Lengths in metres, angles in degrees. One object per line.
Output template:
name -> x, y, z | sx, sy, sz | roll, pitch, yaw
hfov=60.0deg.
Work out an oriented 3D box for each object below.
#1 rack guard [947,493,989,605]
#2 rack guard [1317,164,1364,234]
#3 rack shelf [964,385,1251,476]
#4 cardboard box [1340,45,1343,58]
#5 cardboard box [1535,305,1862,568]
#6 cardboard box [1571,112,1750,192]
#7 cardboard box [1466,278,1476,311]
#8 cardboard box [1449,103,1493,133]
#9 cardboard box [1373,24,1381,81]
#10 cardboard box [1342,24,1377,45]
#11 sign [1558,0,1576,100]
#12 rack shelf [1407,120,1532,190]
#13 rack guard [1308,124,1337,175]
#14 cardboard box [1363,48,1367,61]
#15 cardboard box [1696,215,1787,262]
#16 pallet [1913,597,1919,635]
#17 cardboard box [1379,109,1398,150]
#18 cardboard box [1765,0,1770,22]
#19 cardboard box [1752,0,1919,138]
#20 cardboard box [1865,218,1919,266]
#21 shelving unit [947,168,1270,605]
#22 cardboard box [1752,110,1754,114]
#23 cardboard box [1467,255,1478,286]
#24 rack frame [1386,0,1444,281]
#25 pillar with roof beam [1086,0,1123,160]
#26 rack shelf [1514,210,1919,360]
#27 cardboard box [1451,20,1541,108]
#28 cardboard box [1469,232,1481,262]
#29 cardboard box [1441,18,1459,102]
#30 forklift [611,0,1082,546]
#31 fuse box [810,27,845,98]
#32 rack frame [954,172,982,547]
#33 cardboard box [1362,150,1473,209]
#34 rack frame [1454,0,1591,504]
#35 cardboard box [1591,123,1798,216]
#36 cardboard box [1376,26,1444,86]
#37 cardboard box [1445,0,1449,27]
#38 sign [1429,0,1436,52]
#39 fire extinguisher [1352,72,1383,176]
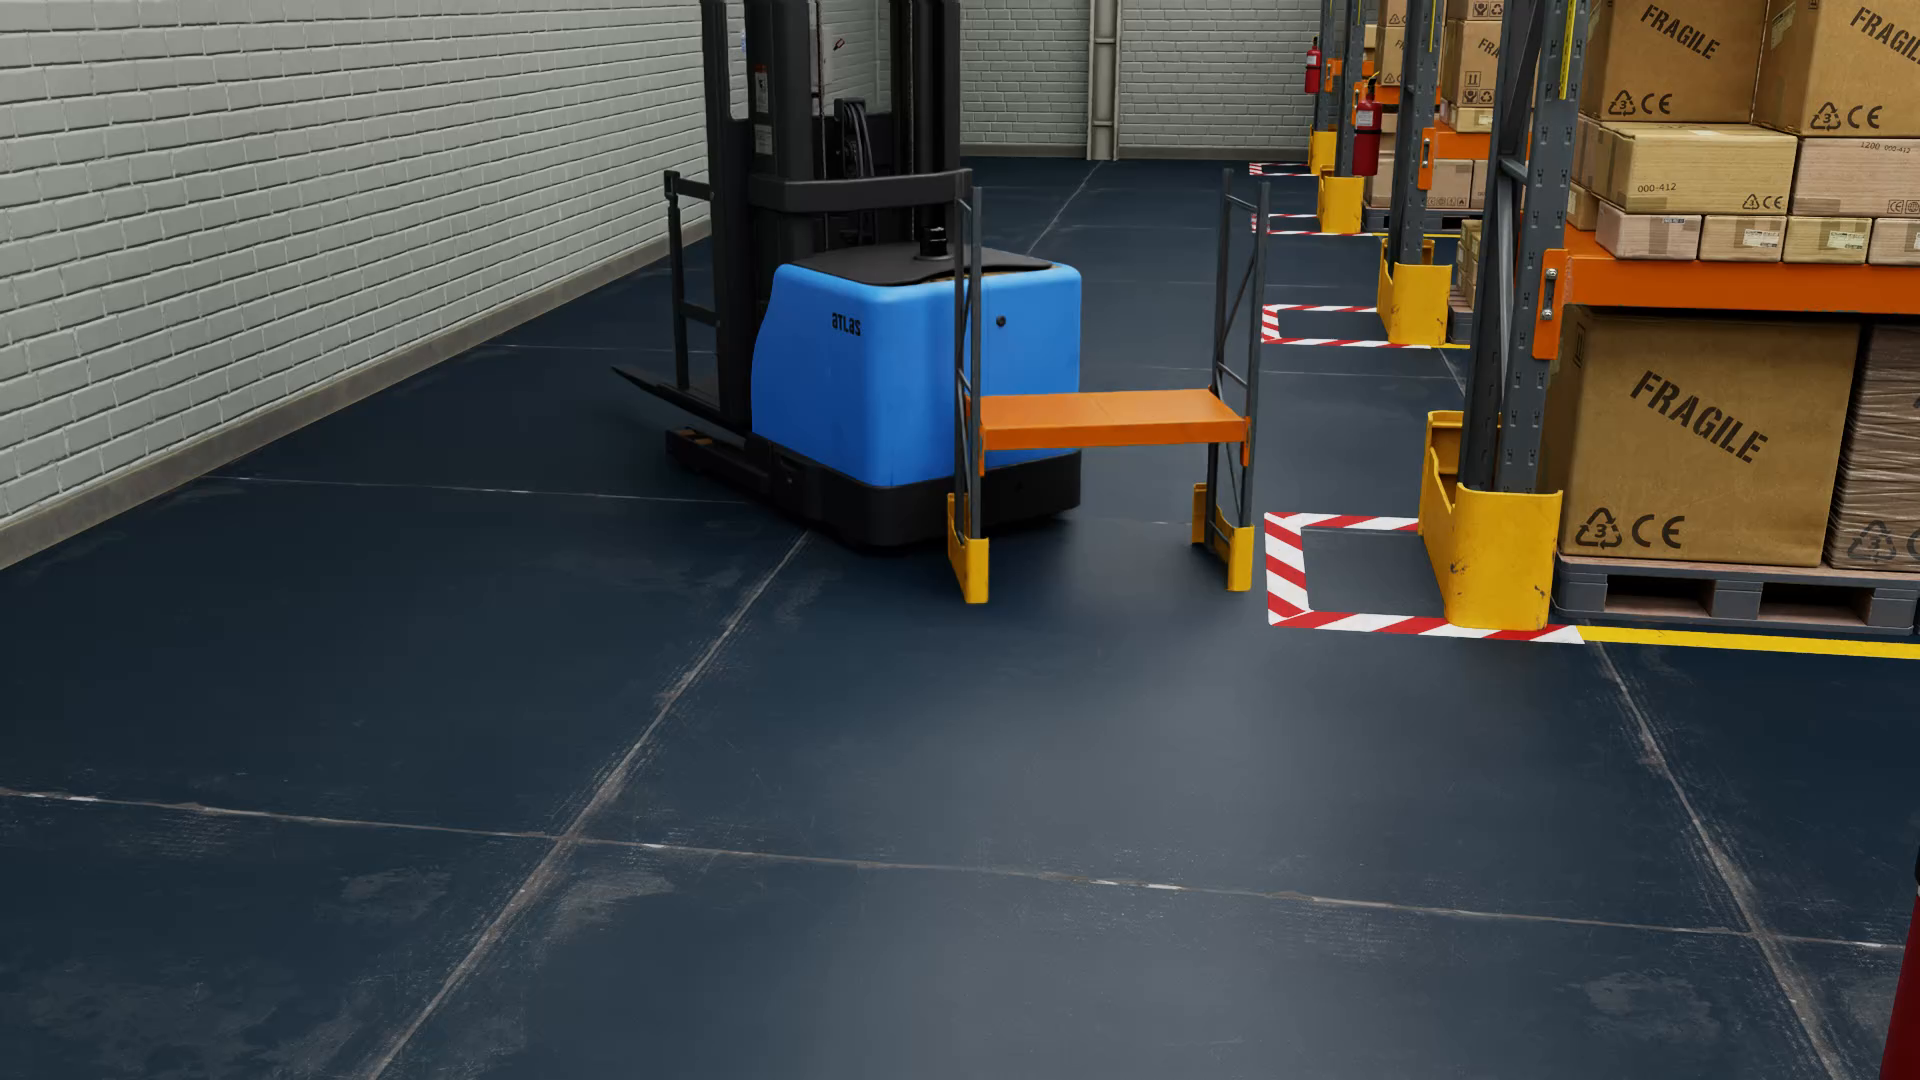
rack guard -> 0.027, 0.025, 6.335 | 0.087, 0.250, 0.587 | -2, 19, -7
rack guard -> 3.562, -3.208, 15.603 | 0.348, 0.500, 1.175 | 3, 19, 9
rack shelf -> 0.530, -0.419, 6.257 | 1.000, 0.185, 0.538 | -2, 19, -7
cardboard box -> 4.739, -5.896, 20.092 | 0.250, 0.149, 0.380 | 3, 19, 8
cardboard box -> 2.658, -0.472, 6.173 | 0.875, 0.875, 0.875 | 3, 19, 9
cardboard box -> 2.534, -1.416, 6.076 | 0.500, 0.250, 0.500 | 3, 19, 8
cardboard box -> 3.367, -1.557, 10.560 | 0.250, 0.149, 0.380 | 3, 19, 10
cardboard box -> 3.168, -2.598, 10.237 | 0.250, 0.149, 0.380 | 3, 19, 8
cardboard box -> 4.104, -4.498, 15.362 | 0.500, 0.500, 0.500 | 3, 19, 9
cardboard box -> 4.865, -6.077, 20.007 | 0.500, 0.250, 0.500 | 3, 19, 10
sign -> 1.920, -1.562, 5.255 | 0.005, 0.325, 0.100 | 3, 19, 9
rack shelf -> 4.875, -2.395, 10.366 | 4.000, 0.370, 1.077 | 3, 19, 9
rack guard -> 4.444, -4.758, 20.236 | 0.348, 0.500, 1.175 | 3, 19, 9
cardboard box -> 4.650, -5.726, 19.585 | 0.250, 0.149, 0.380 | 3, 19, 8
cardboard box -> 2.565, -1.035, 5.564 | 0.250, 0.149, 0.380 | 3, 19, 8
pallet -> 4.017, 0.113, 6.134 | 1.213, 0.211, 1.003 | 3, 19, 9
cardboard box -> 4.958, -4.902, 20.000 | 0.637, 0.503, 0.797 | 2, 19, 6
cardboard box -> 4.814, -3.312, 9.773 | 0.500, 0.500, 0.500 | 2, 19, 7
cardboard box -> 2.938, -1.579, 5.381 | 0.500, 0.500, 0.500 | 2, 19, 7
cardboard box -> 3.076, -1.009, 5.488 | 0.250, 0.149, 0.380 | 3, 19, 8
shelving unit -> 0.521, -0.589, 6.199 | 1.083, 1.500, 0.587 | -2, 19, -7
cardboard box -> 4.716, -2.536, 10.050 | 0.250, 0.149, 0.380 | 4, 19, 11
cardboard box -> 3.377, -1.718, 10.572 | 0.250, 0.149, 0.380 | 4, 19, 11
rack frame -> 2.900, -2.836, 10.553 | 0.127, 3.000, 1.000 | 3, 19, 9
pillar with roof beam -> 1.167, -7.862, 16.118 | 0.400, 9.000, 9.100 | 3, 19, 9
rack shelf -> 3.988, -0.846, 5.737 | 4.000, 0.370, 1.077 | 3, 19, 9
cardboard box -> 3.300, -2.916, 10.164 | 0.500, 0.500, 0.500 | 4, 19, 11
cardboard box -> 3.364, -1.833, 10.447 | 0.250, 0.149, 0.380 | 2, 19, 6
cardboard box -> 3.385, -3.083, 10.663 | 0.500, 0.500, 0.500 | 3, 19, 10
forklift -> -0.735, -1.773, 7.484 | 1.130, 2.935, 3.031 | -12, 22, -32
fuse box -> -1.508, -4.709, 18.179 | 0.414, 1.711, 0.539 | 3, 19, 9
rack frame -> 0.026, -0.568, 6.137 | 0.032, 1.500, 0.500 | -2, 19, -7
cardboard box -> 4.253, -3.375, 15.537 | 0.875, 0.438, 0.875 | 2, 19, 7
rack frame -> 2.014, -1.288, 5.924 | 0.127, 3.000, 1.000 | 3, 19, 9
cardboard box -> 2.445, -1.249, 5.576 | 0.500, 0.250, 0.500 | 2, 19, 7
cardboard box -> 4.014, -4.326, 14.846 | 0.500, 0.500, 0.500 | 3, 19, 8
cardboard box -> 4.526, -4.777, 14.618 | 0.500, 0.500, 0.500 | 2, 19, 7
sign -> 2.814, -3.077, 9.908 | 0.005, 0.325, 0.100 | 3, 19, 9
fire extinguisher -> 2.725, -2.780, 11.094 | 0.183, 0.674, 0.296 | 3, 19, 9
